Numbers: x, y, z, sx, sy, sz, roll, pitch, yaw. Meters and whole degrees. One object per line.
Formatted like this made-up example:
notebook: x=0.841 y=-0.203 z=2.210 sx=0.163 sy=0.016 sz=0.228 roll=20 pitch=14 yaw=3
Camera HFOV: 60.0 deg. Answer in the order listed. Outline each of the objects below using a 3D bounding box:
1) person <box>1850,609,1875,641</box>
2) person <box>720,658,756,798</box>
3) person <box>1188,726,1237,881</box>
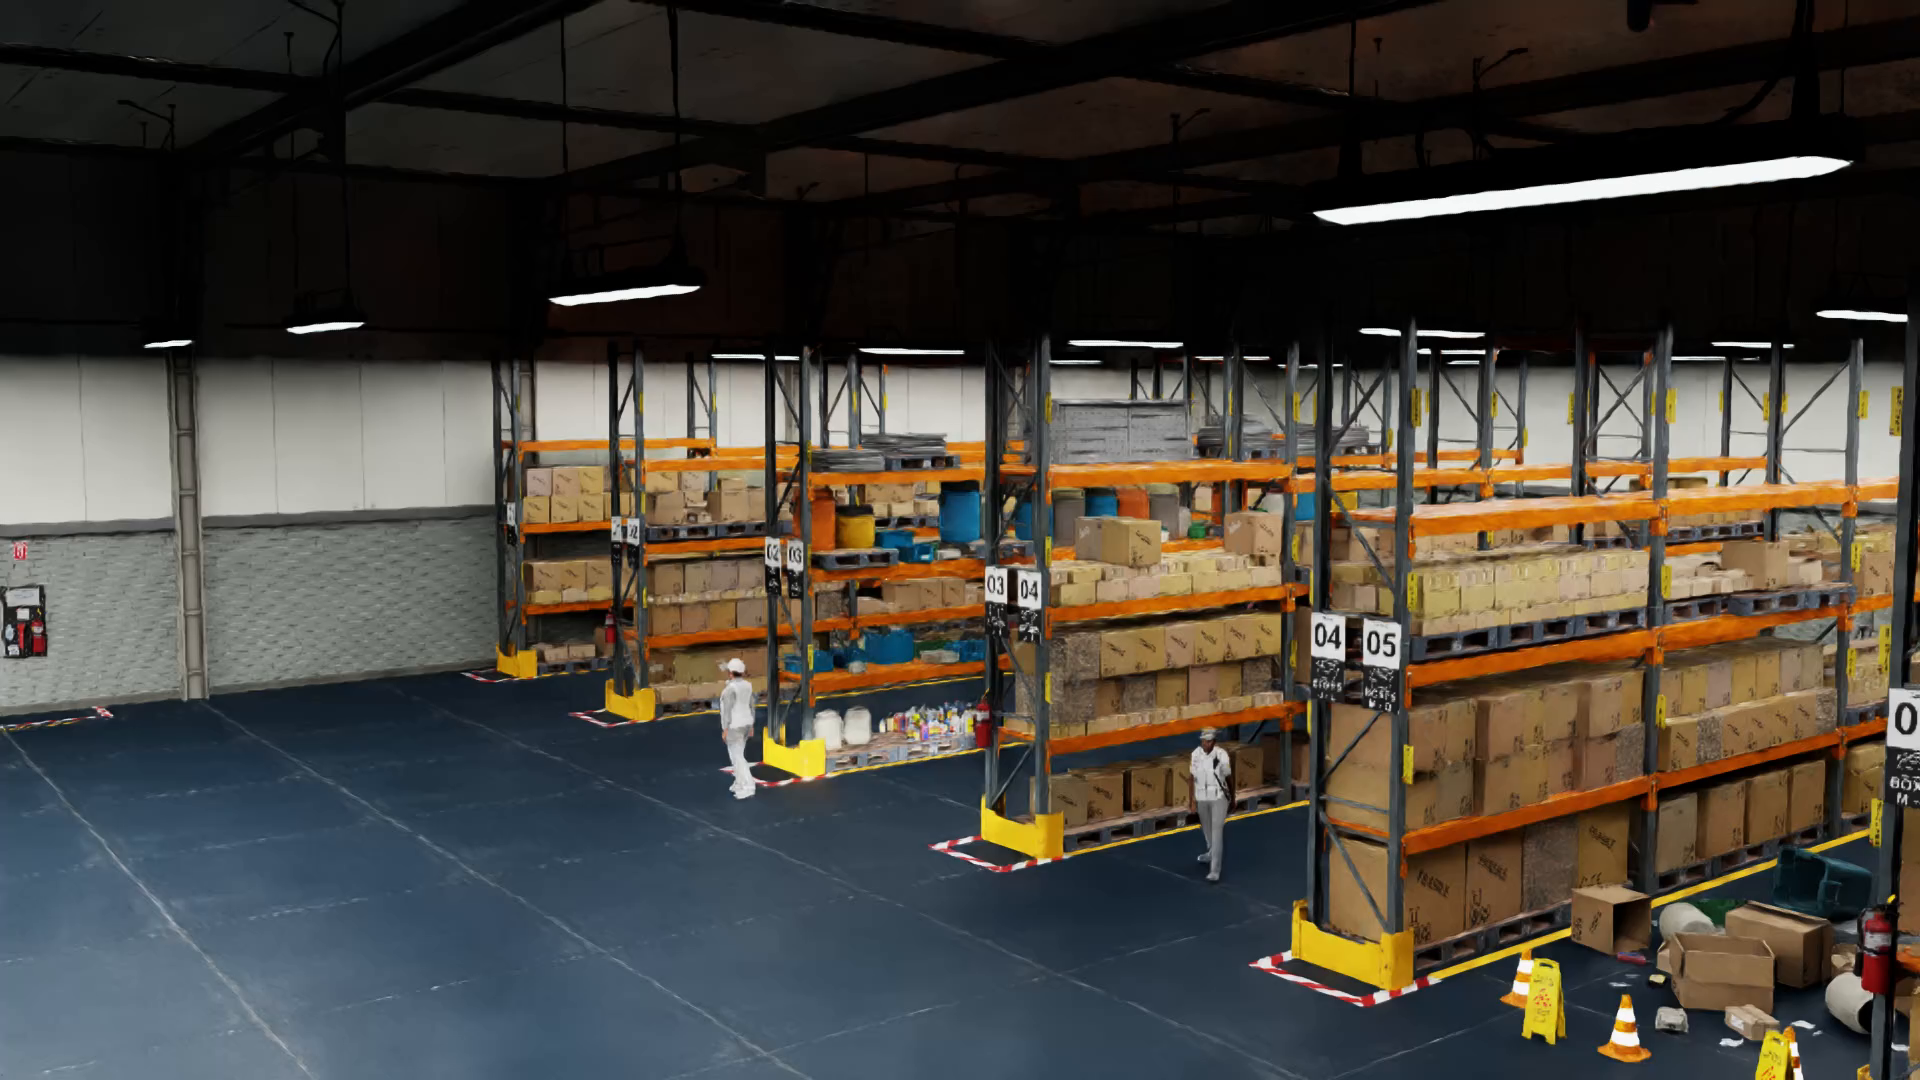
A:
person: x=16.941 y=1.612 z=31.395 sx=0.572 sy=1.586 sz=0.462 roll=1 pitch=5 yaw=11
person: x=-2.832 y=2.410 z=21.457 sx=0.538 sy=1.767 sz=0.630 roll=3 pitch=6 yaw=27
person: x=2.703 y=2.785 z=17.925 sx=0.489 sy=1.626 sz=0.937 roll=3 pitch=6 yaw=30
